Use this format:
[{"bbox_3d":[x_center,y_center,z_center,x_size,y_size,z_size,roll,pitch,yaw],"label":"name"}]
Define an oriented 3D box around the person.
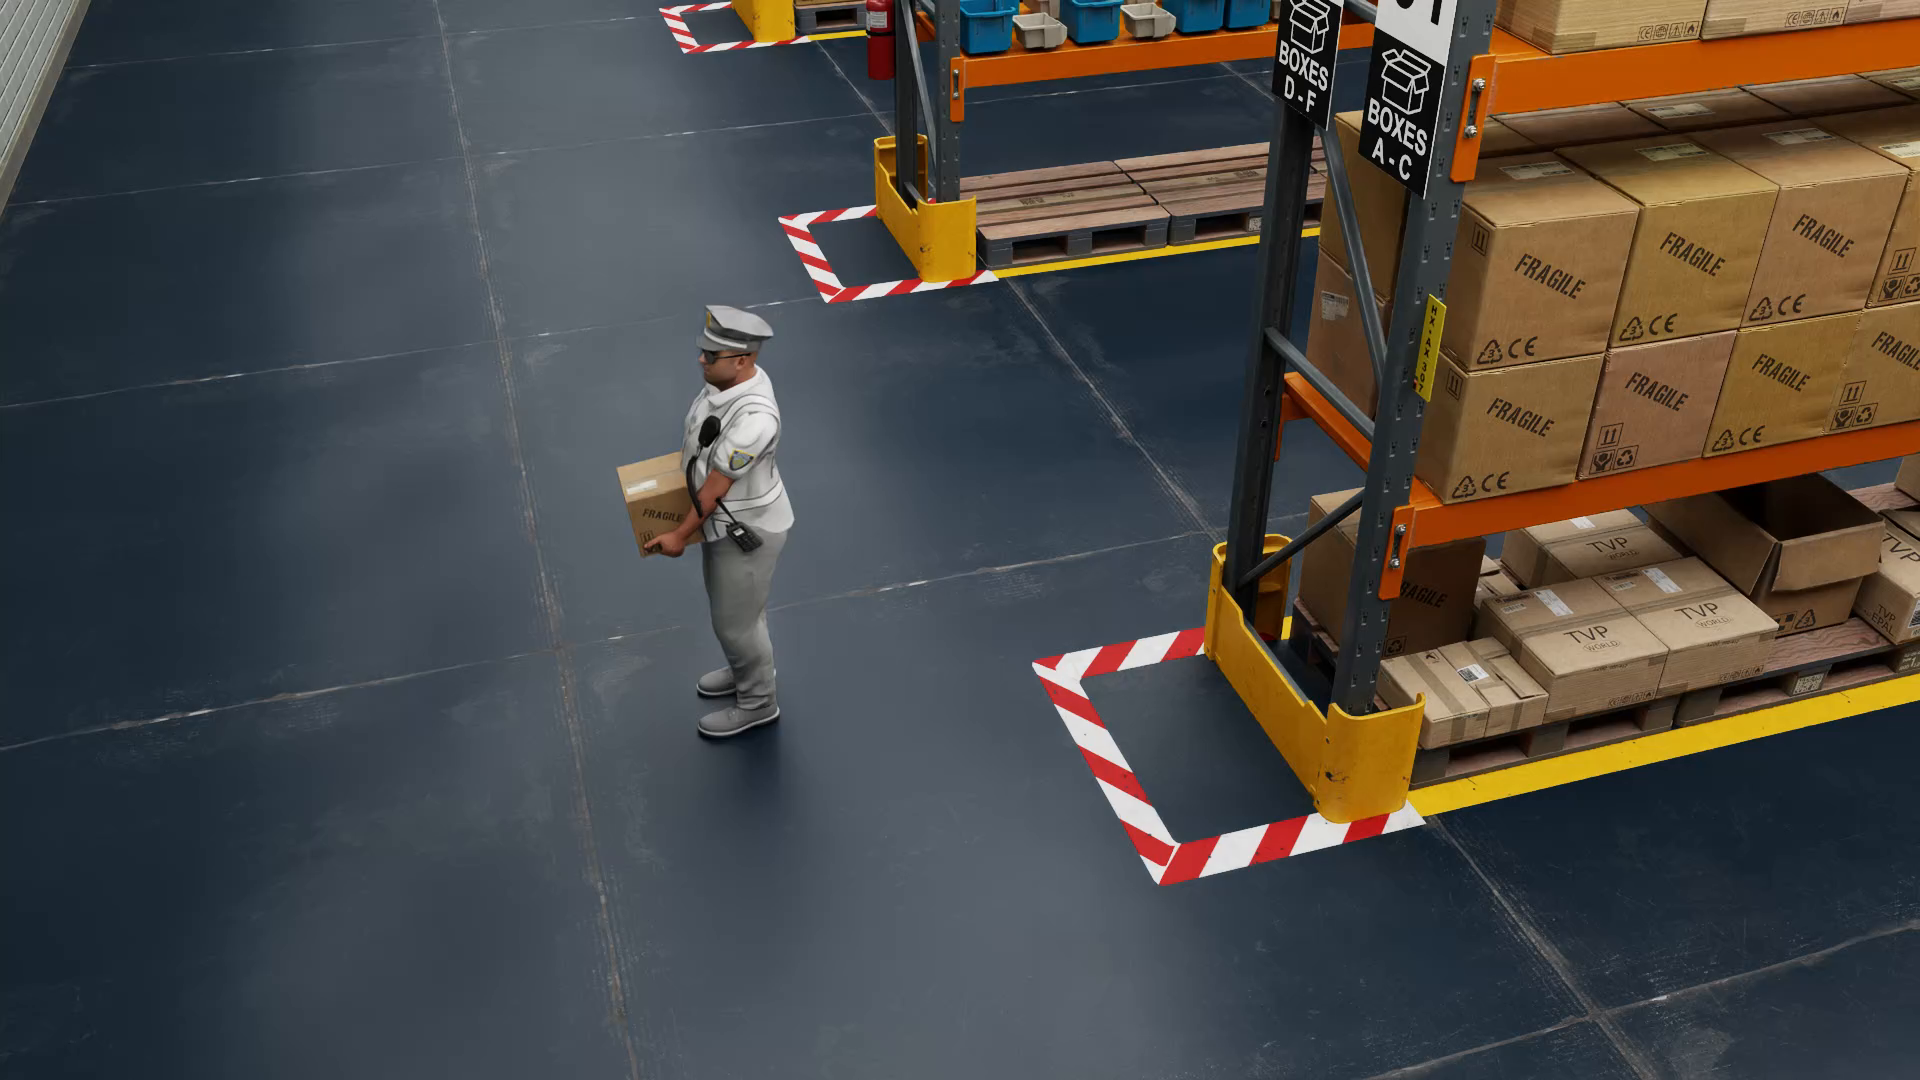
[{"bbox_3d":[-0.909,-0.052,6.201,0.566,1.771,0.490,-10,35,-14],"label":"person"}]
